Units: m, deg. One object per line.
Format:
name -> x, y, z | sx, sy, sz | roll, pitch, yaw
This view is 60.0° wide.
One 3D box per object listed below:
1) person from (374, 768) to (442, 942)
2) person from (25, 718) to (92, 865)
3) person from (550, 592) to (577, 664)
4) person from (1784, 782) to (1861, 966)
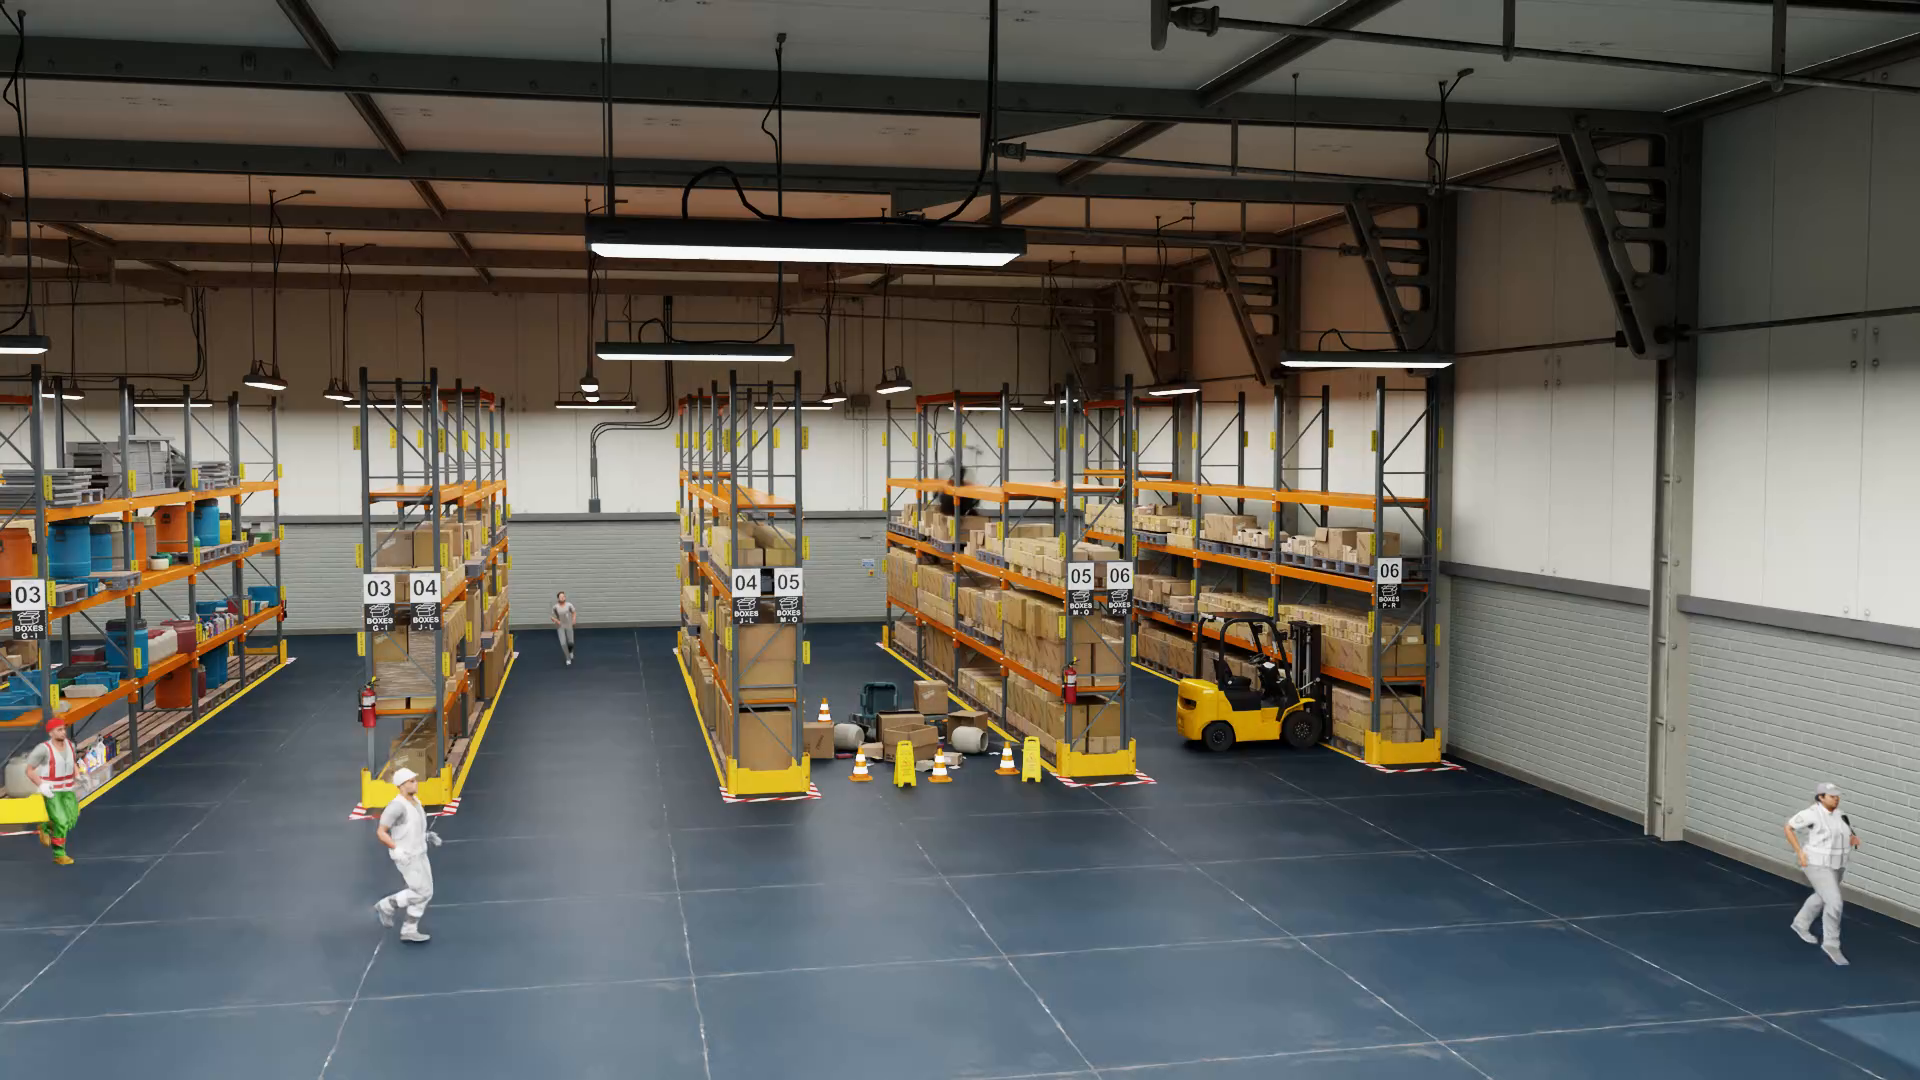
person -> -5.523, 3.145, 16.624 | 0.601, 1.738, 0.658 | 0, 3, 7
person -> -10.802, 2.966, 19.752 | 0.654, 1.736, 0.638 | 1, 4, 22
person -> -8.911, 1.972, 37.374 | 0.593, 1.625, 0.546 | -1, 4, -17
person -> 8.407, 3.207, 16.203 | 0.581, 1.727, 0.771 | -2, 4, -26
